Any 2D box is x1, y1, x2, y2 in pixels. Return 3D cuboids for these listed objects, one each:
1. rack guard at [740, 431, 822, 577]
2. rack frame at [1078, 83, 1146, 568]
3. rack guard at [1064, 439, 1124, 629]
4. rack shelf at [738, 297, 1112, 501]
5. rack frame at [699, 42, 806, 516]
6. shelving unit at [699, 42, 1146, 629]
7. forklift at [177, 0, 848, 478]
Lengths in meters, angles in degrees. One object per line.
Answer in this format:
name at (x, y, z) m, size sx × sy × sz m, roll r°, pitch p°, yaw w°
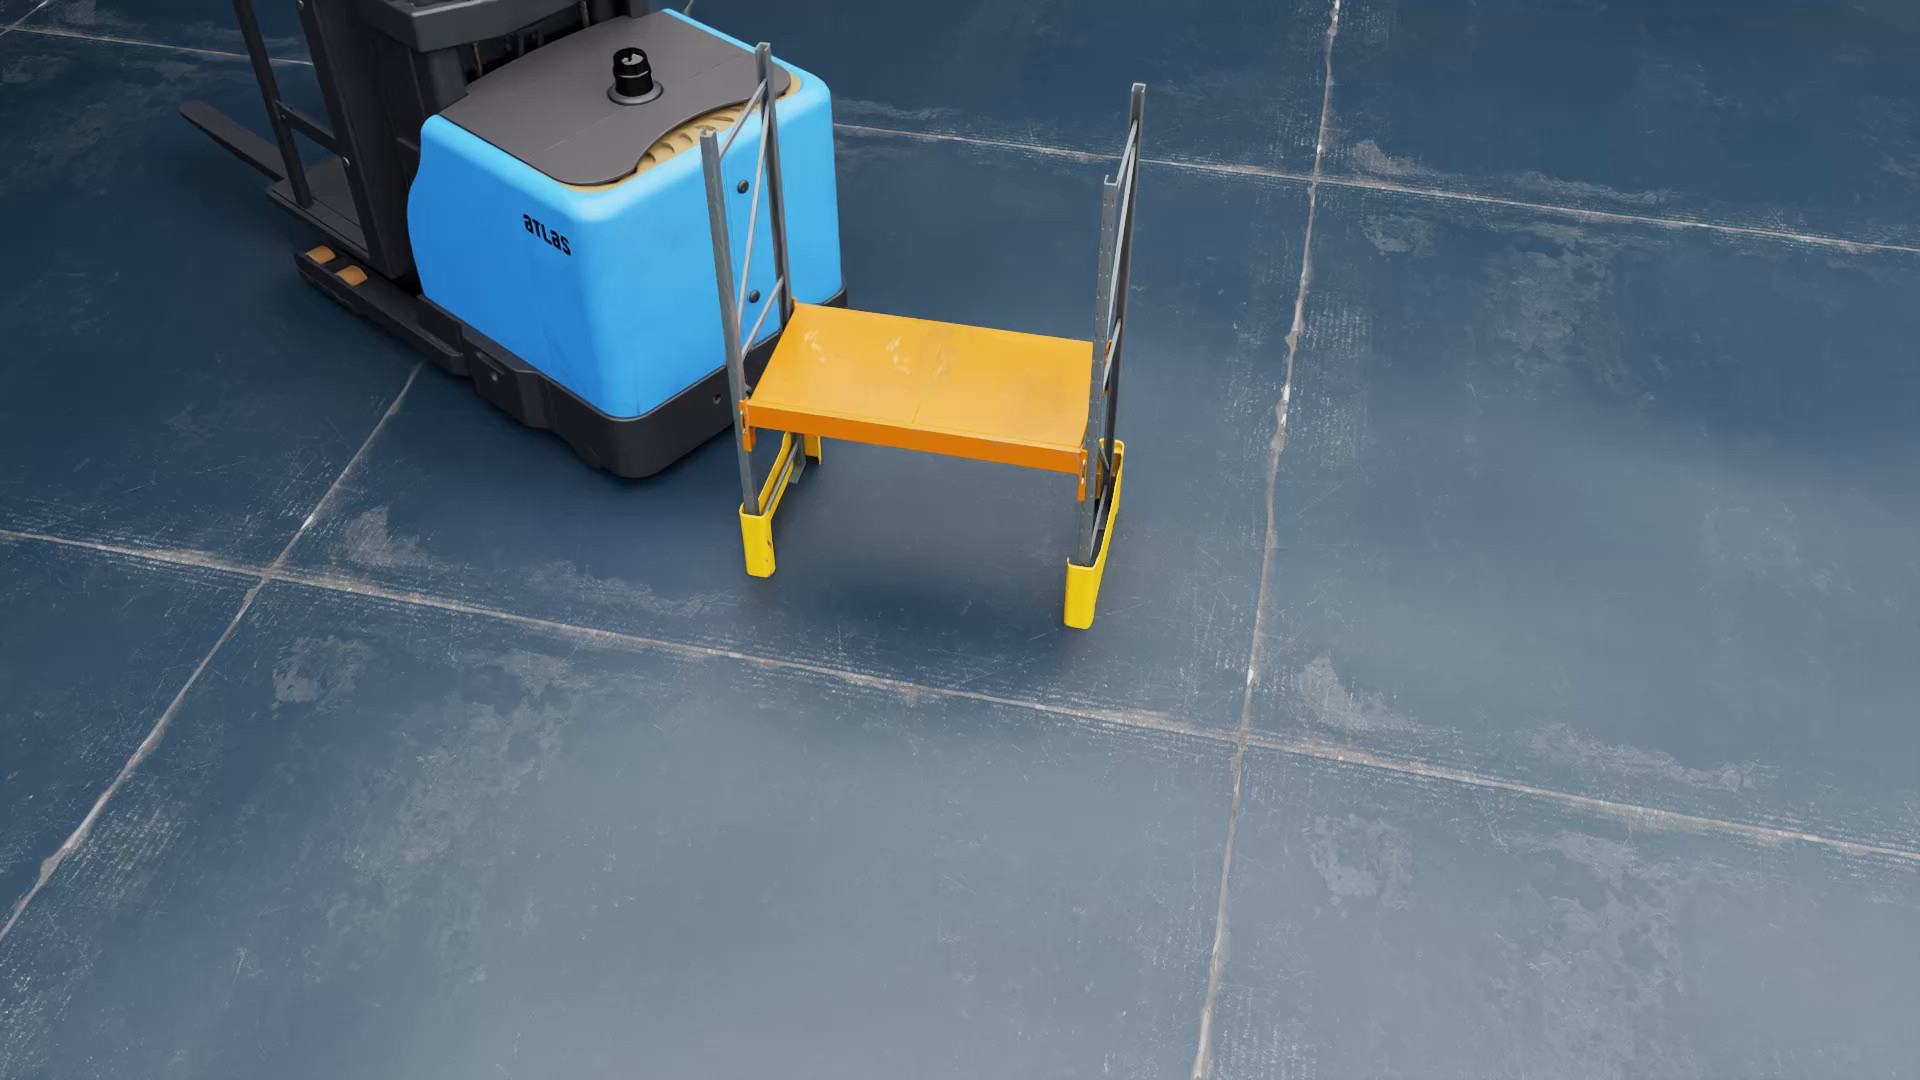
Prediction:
rack guard at (-0.560, -0.177, 5.254) m, size 0.087 × 0.250 × 0.587 m, roll 9°, pitch 45°, yaw 9°
rack frame at (0.413, -0.476, 4.663) m, size 0.032 × 1.500 × 0.500 m, roll 9°, pitch 45°, yaw 9°
rack guard at (0.412, -0.026, 5.097) m, size 0.087 × 0.250 × 0.587 m, roll 9°, pitch 45°, yaw 9°
rack shelf at (-0.083, -0.424, 4.868) m, size 1.000 × 0.185 × 0.538 m, roll 9°, pitch 45°, yaw 9°
rack frame at (-0.579, -0.630, 4.823) m, size 0.032 × 1.500 × 0.500 m, roll 9°, pitch 45°, yaw 9°
shelving unit at (-0.074, -0.552, 4.742) m, size 1.083 × 1.500 × 0.587 m, roll 9°, pitch 45°, yaw 9°
forklift at (-1.829, -2.140, 5.360) m, size 3.031 × 2.935 × 1.130 m, roll 31°, pitch 52°, yaw 28°
